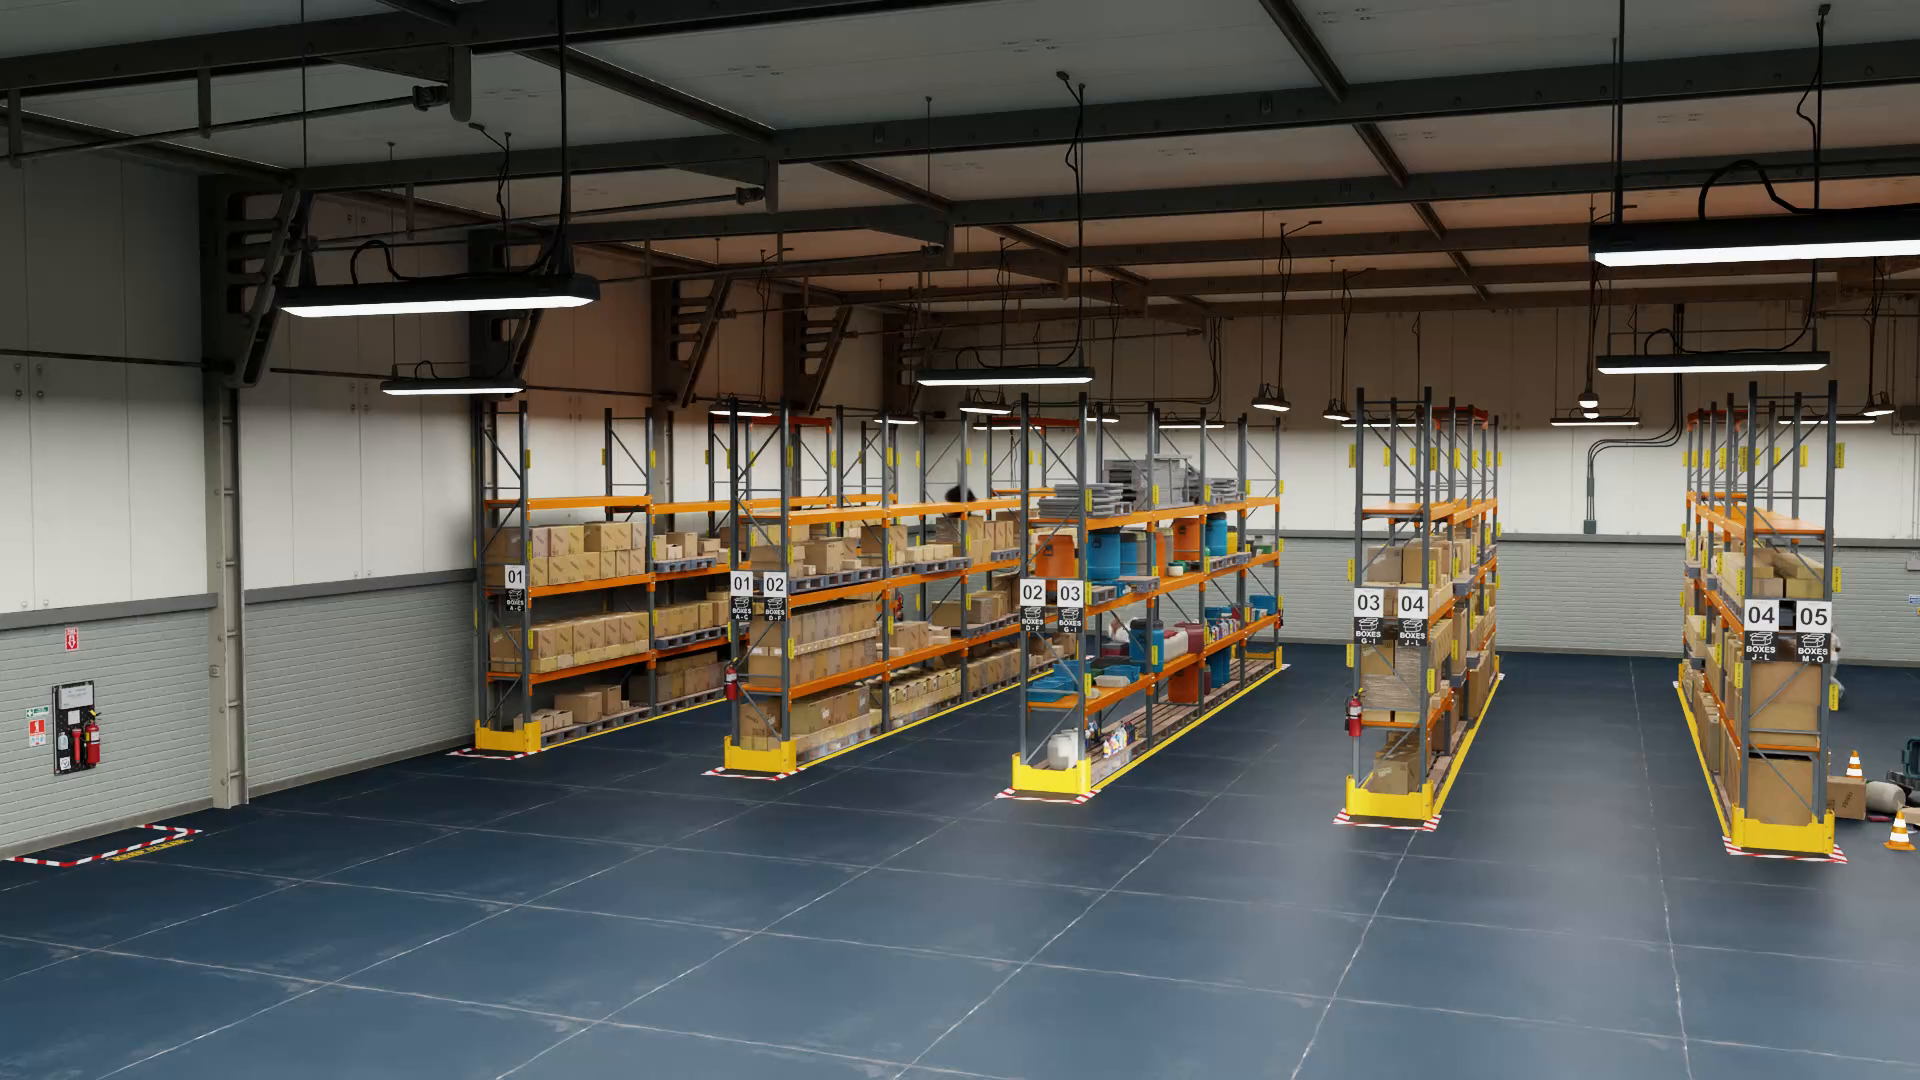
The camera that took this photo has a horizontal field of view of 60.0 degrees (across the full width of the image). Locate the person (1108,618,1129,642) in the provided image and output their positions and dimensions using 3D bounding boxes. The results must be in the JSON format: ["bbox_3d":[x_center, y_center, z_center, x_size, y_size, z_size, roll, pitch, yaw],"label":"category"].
[{"bbox_3d":[3.467,2.438,36.103,0.713,1.558,1.175,2,3,35],"label":"person"}]

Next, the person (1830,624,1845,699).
[{"bbox_3d":[17.829,2.522,34.172,0.610,1.669,0.897,0,3,-10],"label":"person"}]

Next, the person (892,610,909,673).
[{"bbox_3d":[-1.331,2.396,37.033,0.487,1.670,0.802,1,3,16],"label":"person"}]
